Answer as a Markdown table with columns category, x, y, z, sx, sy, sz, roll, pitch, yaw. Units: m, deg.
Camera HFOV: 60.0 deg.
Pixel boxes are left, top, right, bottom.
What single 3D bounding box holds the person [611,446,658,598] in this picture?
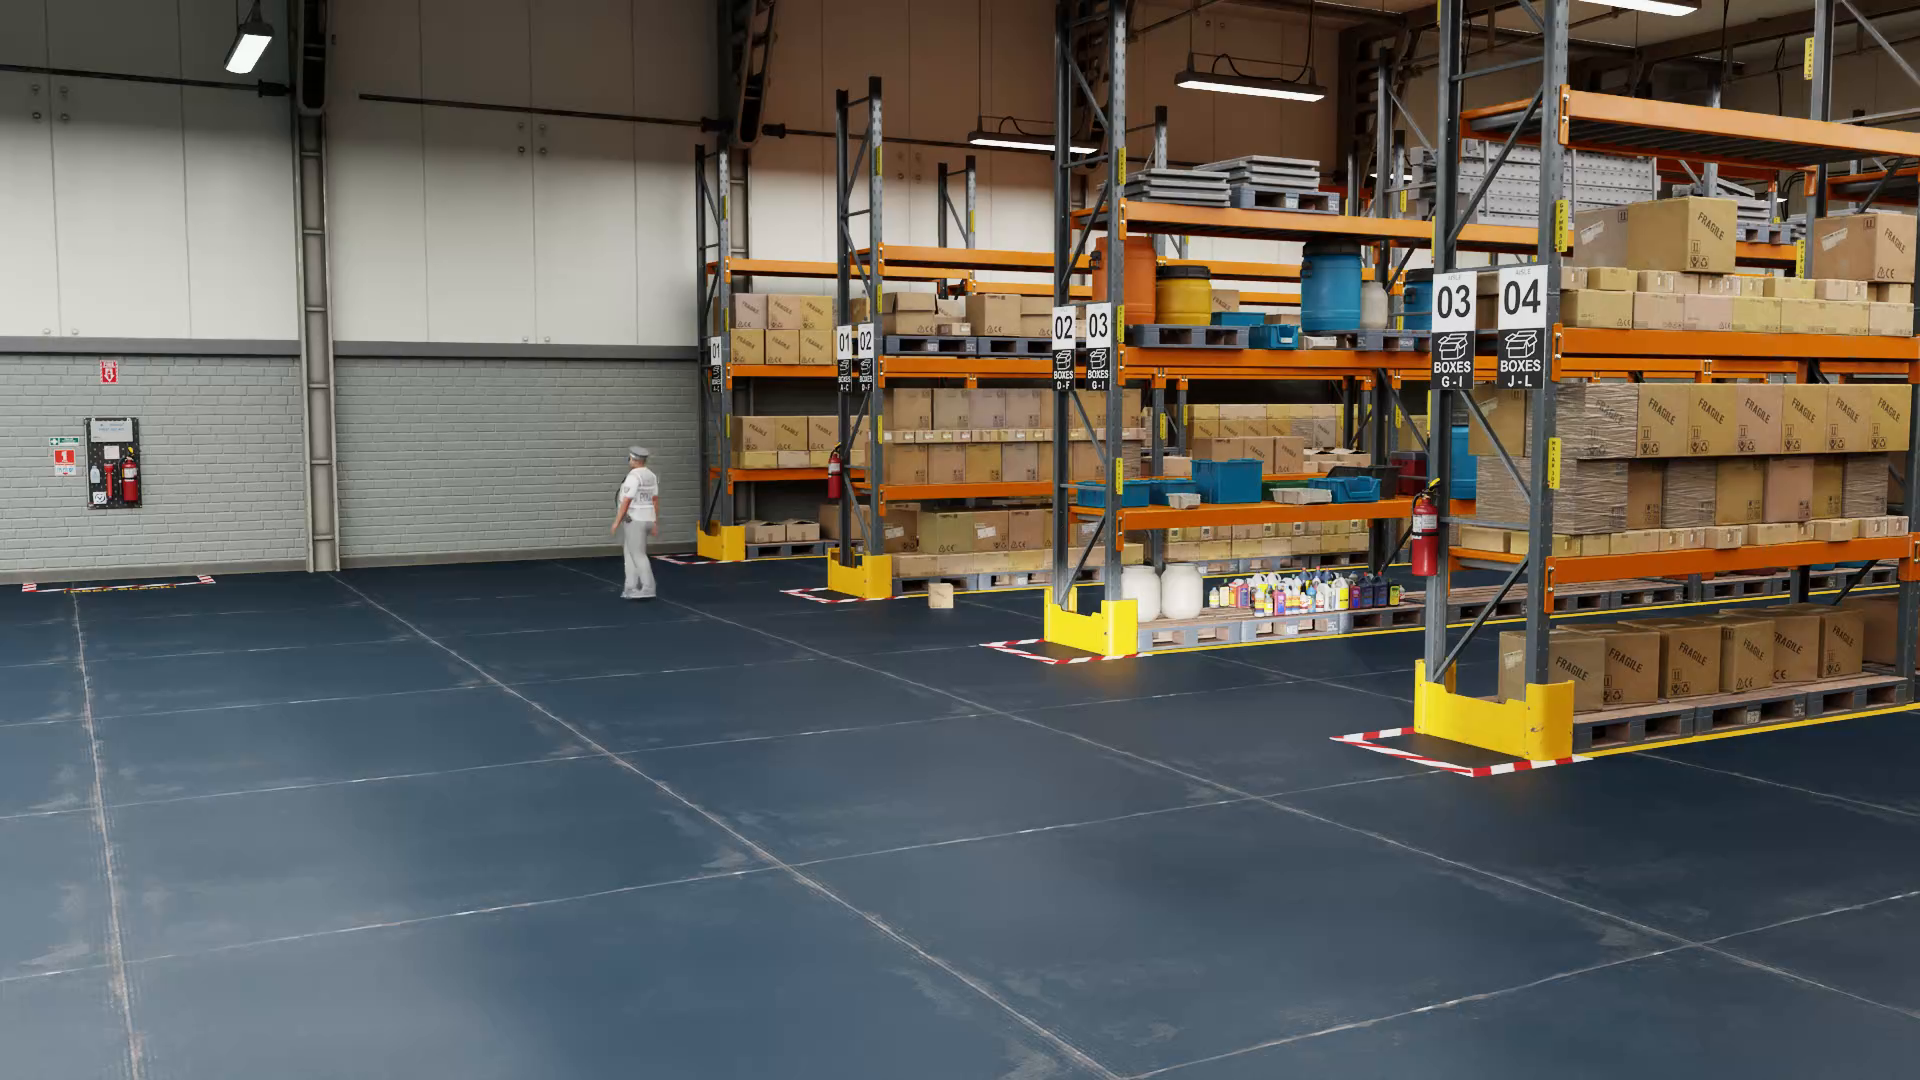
| category | x | y | z | sx | sy | sz | roll | pitch | yaw |
| --- | --- | --- | --- | --- | --- | --- | --- | --- | --- |
| person | -3.787 | -0.163 | 19.255 | 0.614 | 1.852 | 0.533 | 2 | 5 | 17 |
